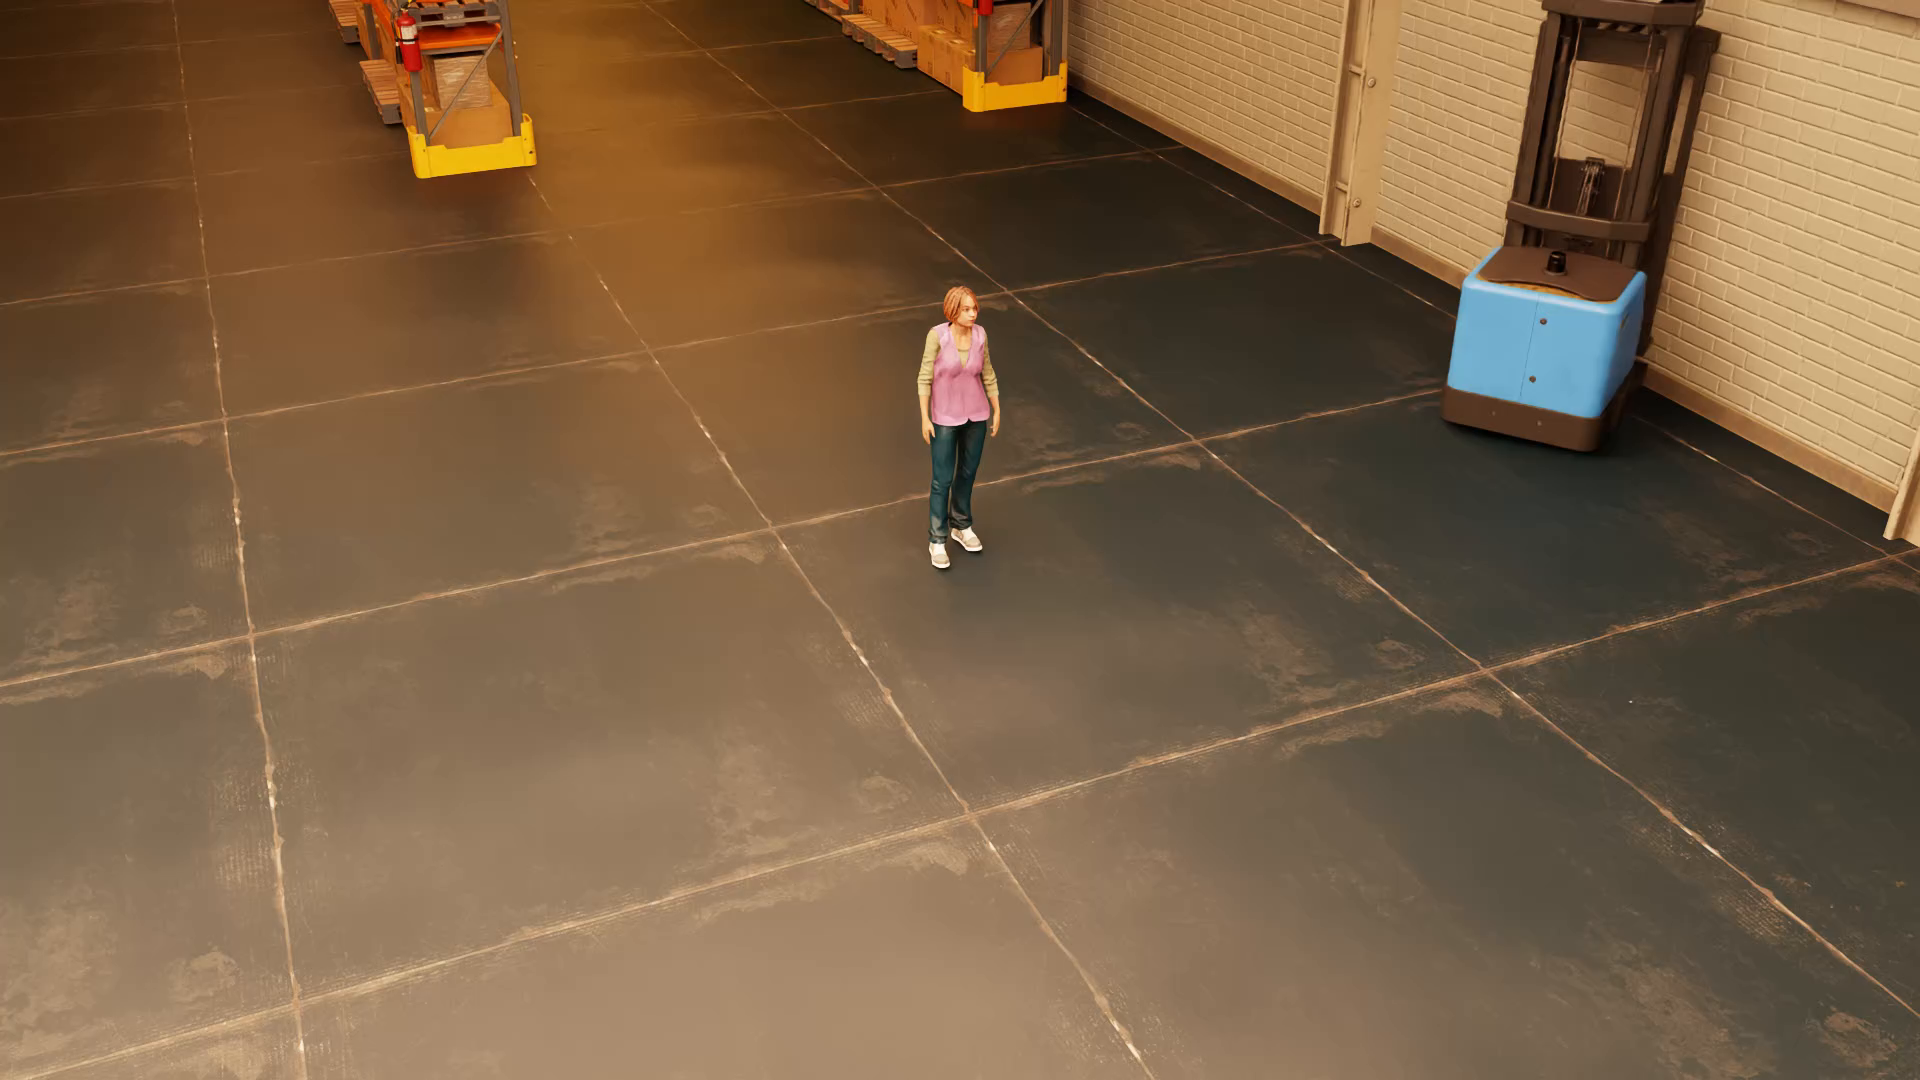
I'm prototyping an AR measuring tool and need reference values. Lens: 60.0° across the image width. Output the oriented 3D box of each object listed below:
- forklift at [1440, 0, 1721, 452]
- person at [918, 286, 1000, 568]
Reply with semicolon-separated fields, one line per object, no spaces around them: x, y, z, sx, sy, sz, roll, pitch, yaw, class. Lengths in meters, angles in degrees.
4.493;-2.548;11.576;1.130;2.935;3.031;17;34;27;forklift
0.016;-0.663;9.609;0.520;1.597;0.476;-12;32;-20;person
